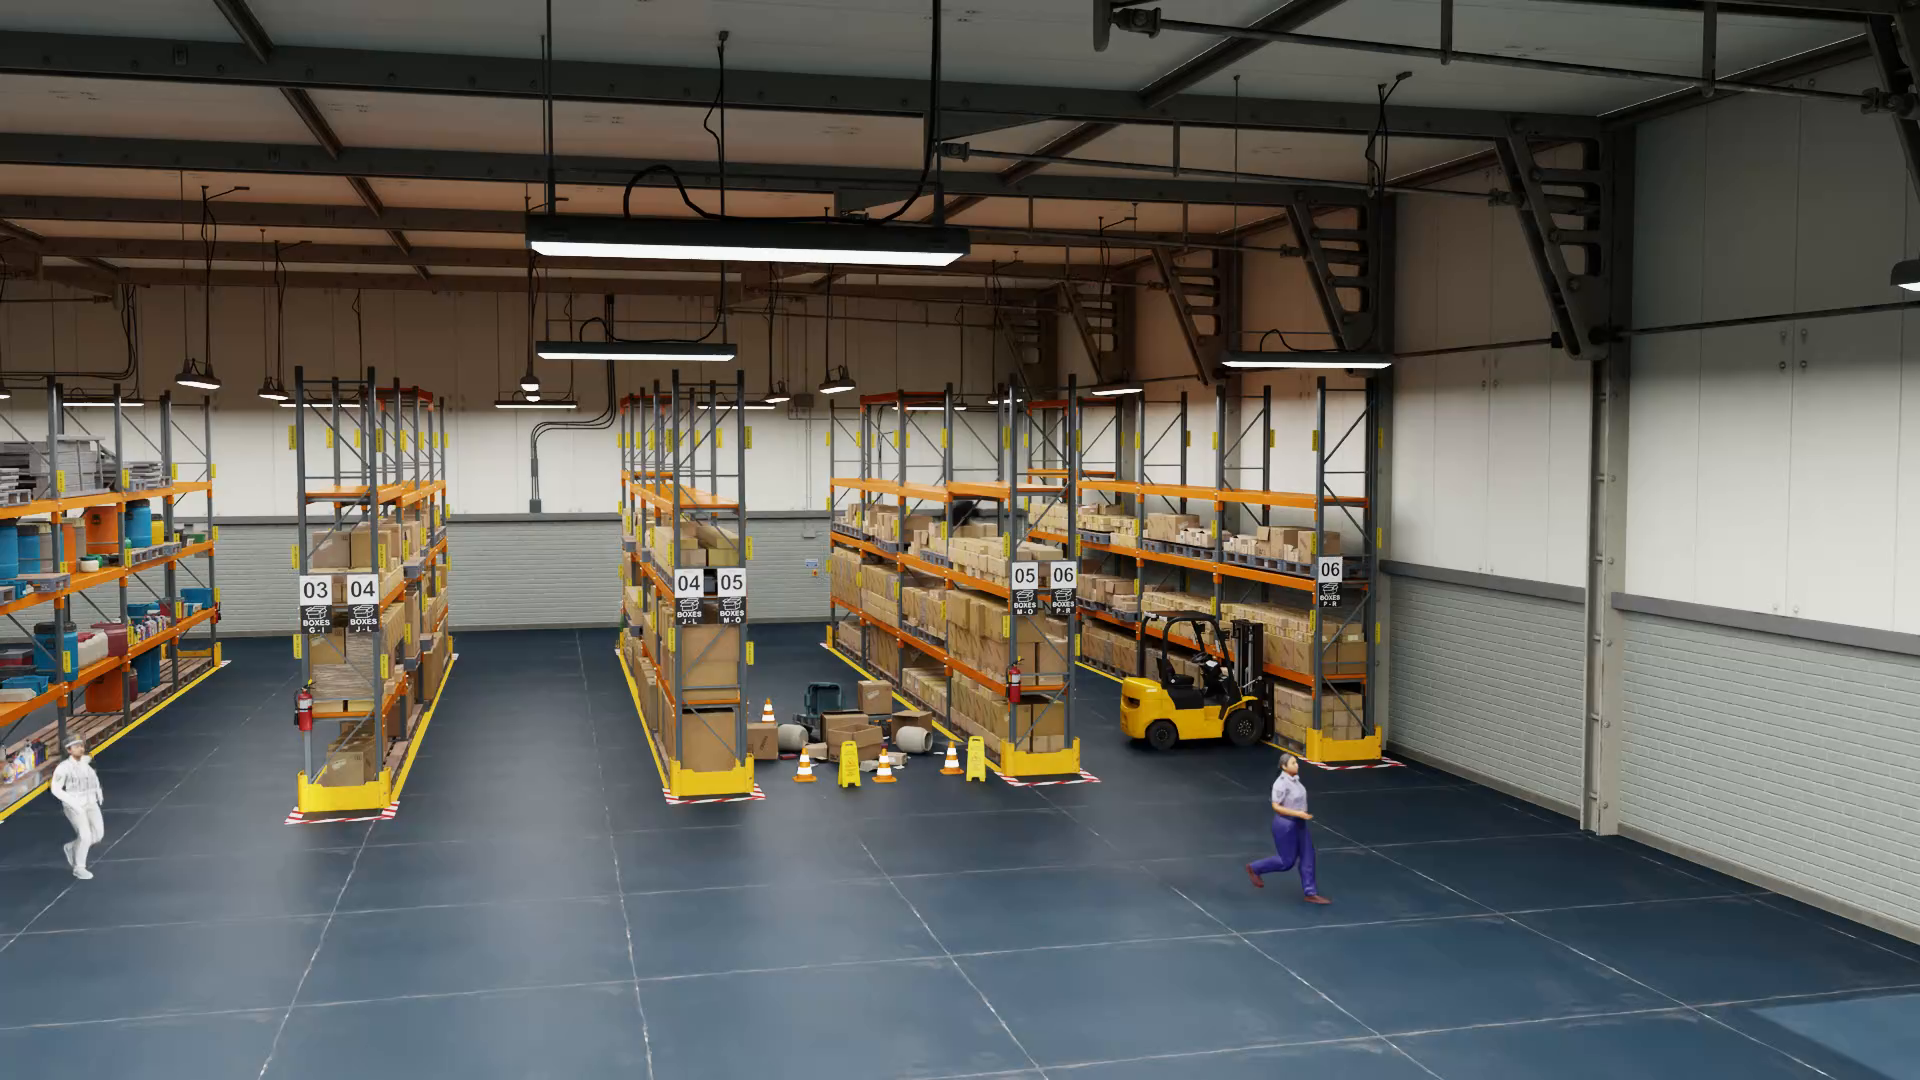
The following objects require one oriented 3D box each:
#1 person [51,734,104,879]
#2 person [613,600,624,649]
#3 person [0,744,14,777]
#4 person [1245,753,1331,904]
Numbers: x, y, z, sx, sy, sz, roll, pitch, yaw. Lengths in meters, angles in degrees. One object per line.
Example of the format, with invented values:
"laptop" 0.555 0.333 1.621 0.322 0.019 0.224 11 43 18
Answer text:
"person" -10.110 3.042 19.082 0.487 1.667 0.619 1 4 22
"person" -7.909 1.730 40.105 0.845 1.795 0.680 -3 4 -36
"person" -11.409 2.970 19.379 0.754 1.826 0.657 1 4 20
"person" 3.608 3.115 18.038 0.878 1.614 0.621 2 4 33
